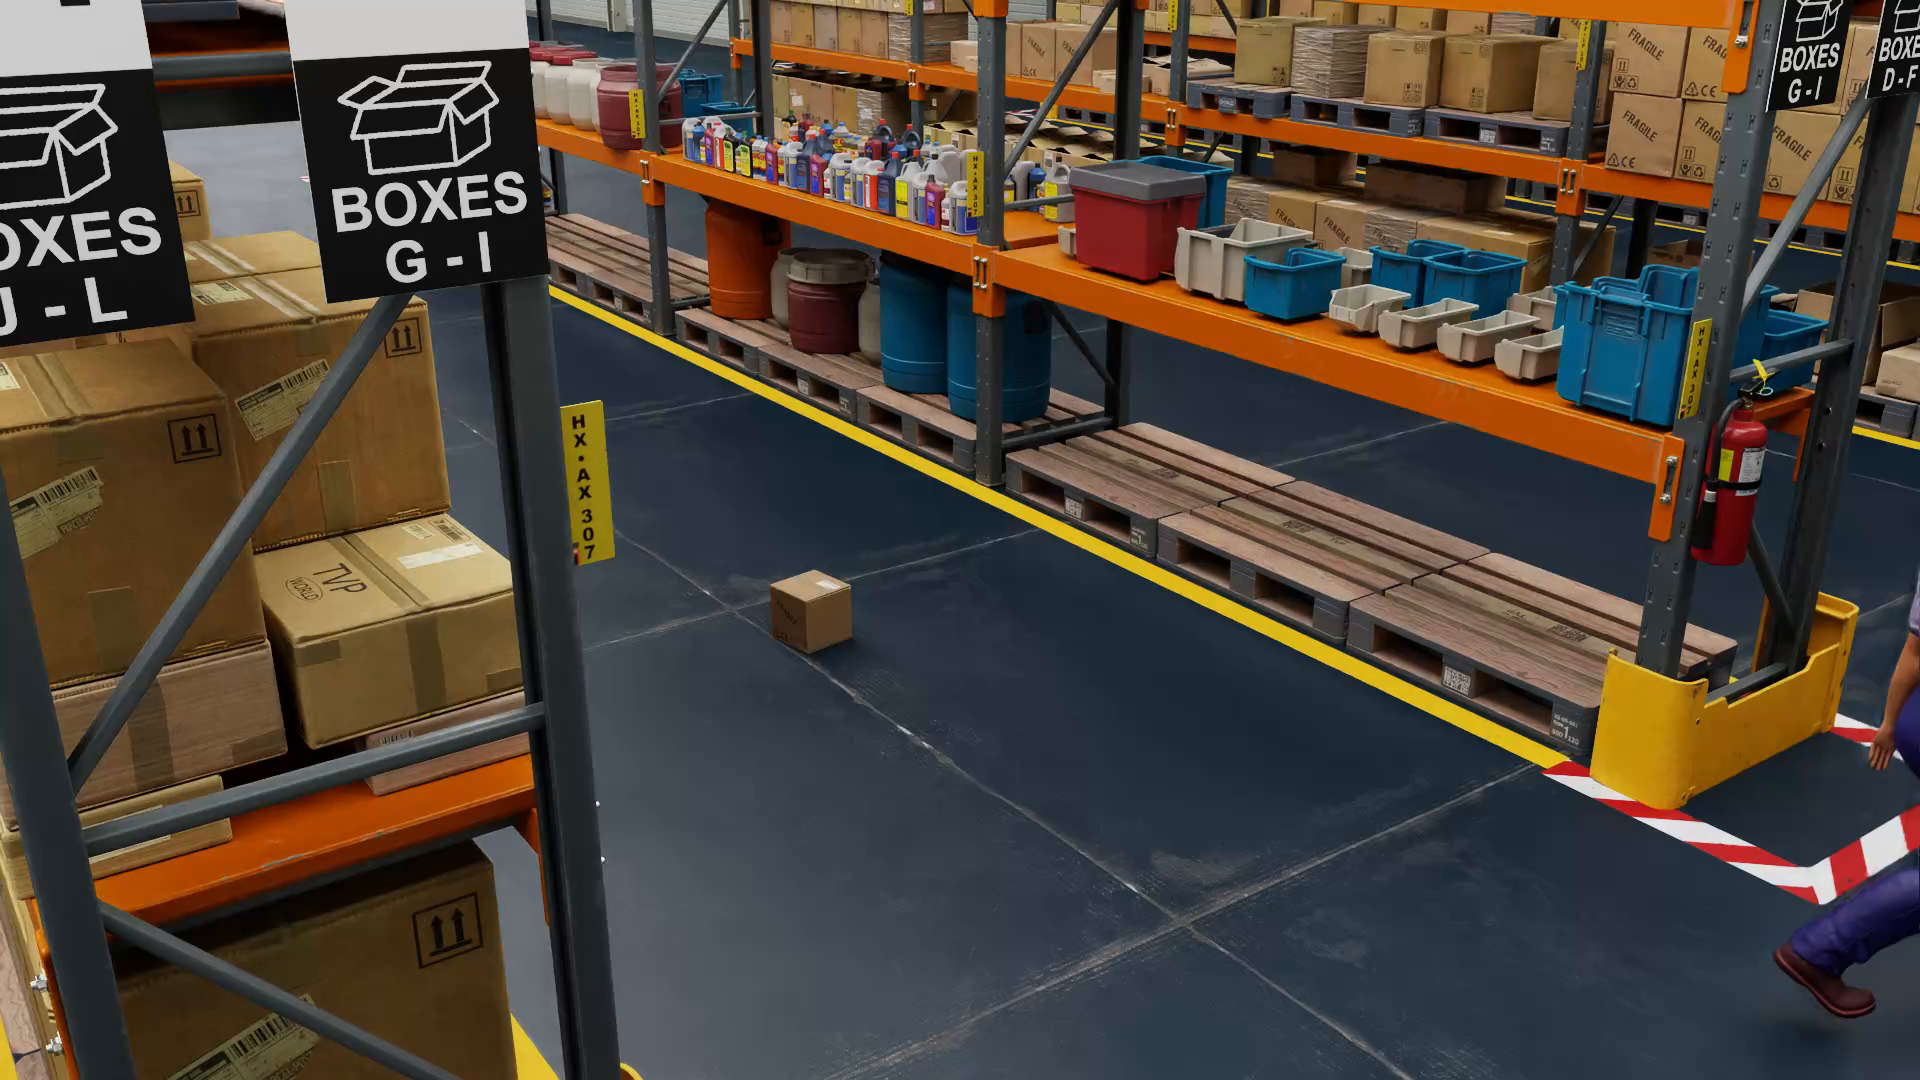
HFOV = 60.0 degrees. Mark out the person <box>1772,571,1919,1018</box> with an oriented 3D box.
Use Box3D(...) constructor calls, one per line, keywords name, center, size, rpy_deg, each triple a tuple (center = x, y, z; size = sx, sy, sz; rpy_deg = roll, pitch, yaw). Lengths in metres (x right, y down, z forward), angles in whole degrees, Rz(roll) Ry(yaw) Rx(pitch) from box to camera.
Box3D(name="person", center=(2.797, 0.590, 4.619), size=(0.923, 1.600, 0.558), rpy_deg=(1, 22, 2))
